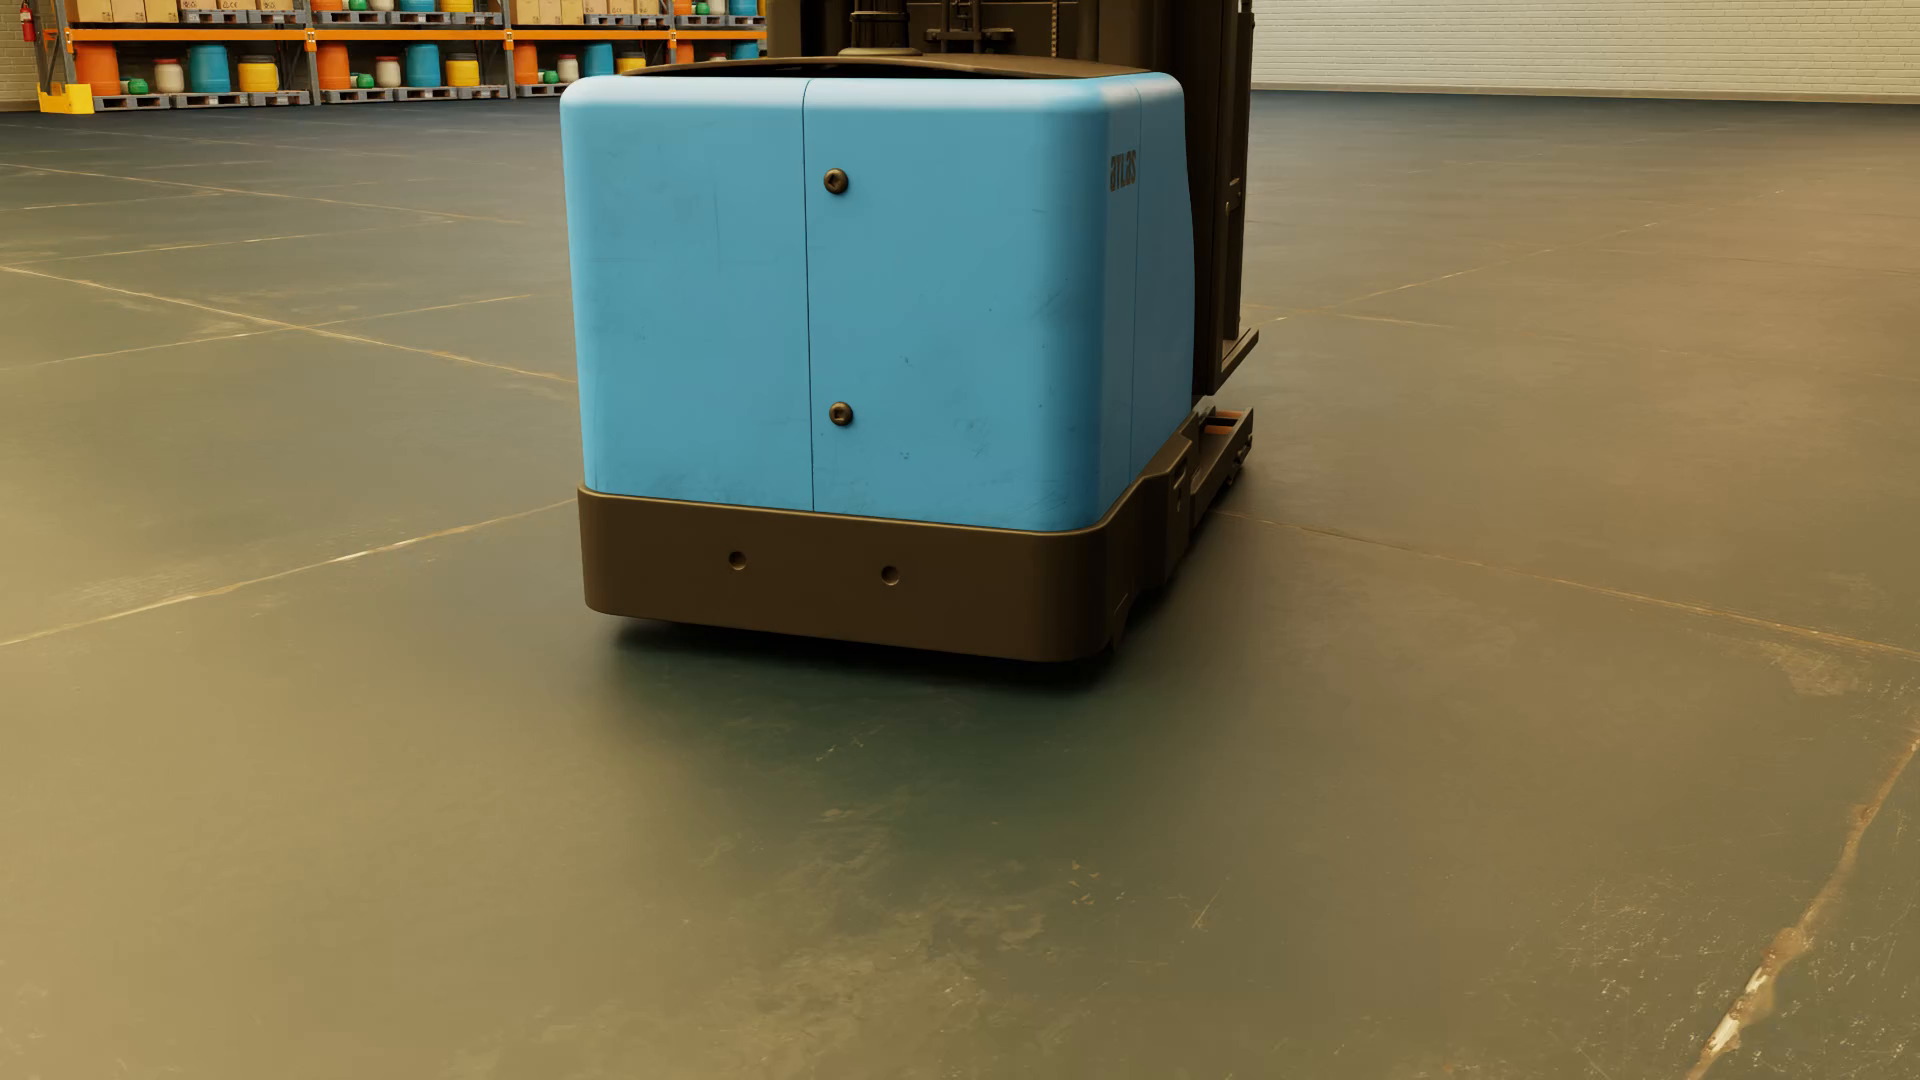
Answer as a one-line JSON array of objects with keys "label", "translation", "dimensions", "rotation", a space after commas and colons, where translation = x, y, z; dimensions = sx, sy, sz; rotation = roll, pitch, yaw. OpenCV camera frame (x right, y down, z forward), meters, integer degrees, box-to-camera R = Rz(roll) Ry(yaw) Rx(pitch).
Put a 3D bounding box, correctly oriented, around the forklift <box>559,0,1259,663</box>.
[{"label": "forklift", "translation": [0.182, -1.571, 4.072], "dimensions": [1.130, 2.935, 3.031], "rotation": [5, 18, 17]}]
